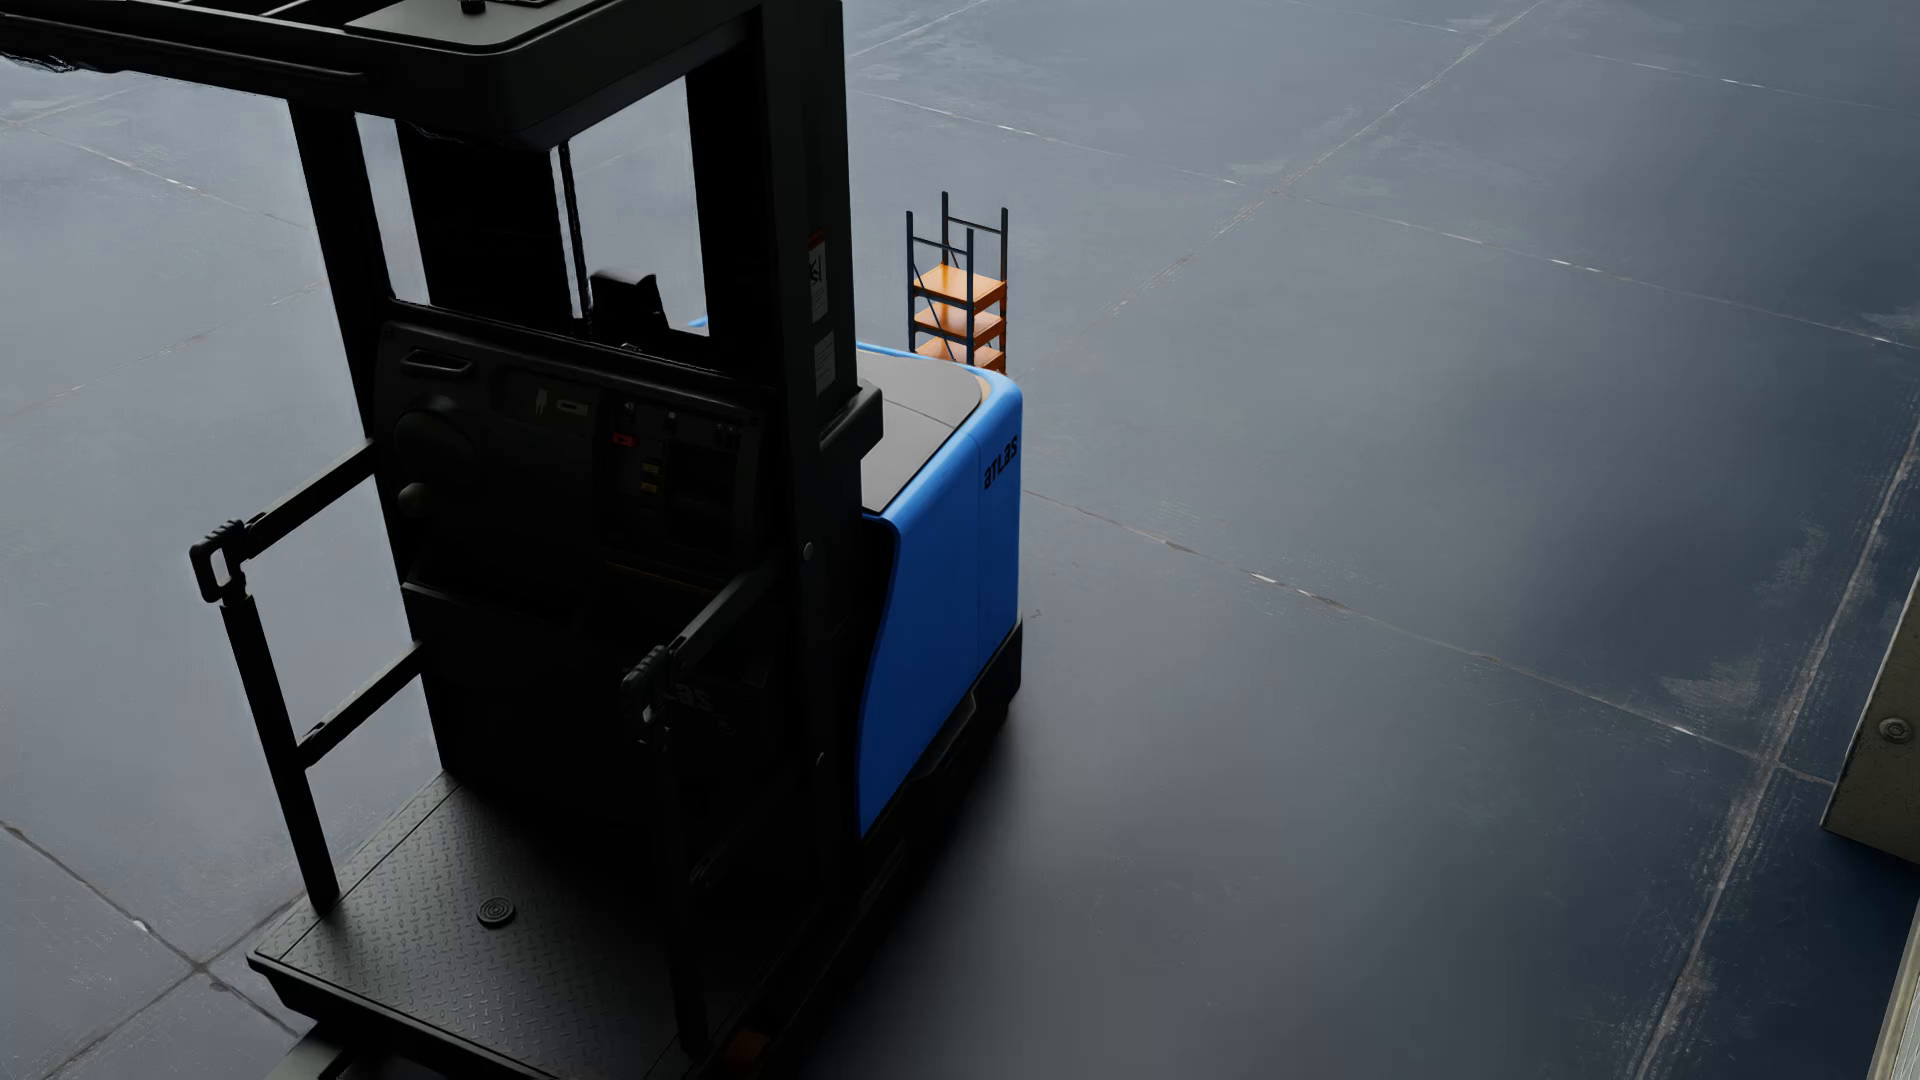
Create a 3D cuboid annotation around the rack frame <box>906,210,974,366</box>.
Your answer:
[{"bbox_3d":[-0.060,-0.448,5.242,0.240,1.200,0.006,21,39,28],"label":"rack frame"}]

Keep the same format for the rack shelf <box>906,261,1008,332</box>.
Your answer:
[{"bbox_3d":[-0.008,-0.752,5.127,0.258,0.103,0.180,21,39,28],"label":"rack shelf"}]

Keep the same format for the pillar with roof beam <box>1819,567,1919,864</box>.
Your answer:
[{"bbox_3d":[-0.971,-4.370,4.079,9.100,9.000,0.400,21,39,28],"label":"pillar with roof beam"}]

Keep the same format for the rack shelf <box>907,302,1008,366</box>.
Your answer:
[{"bbox_3d":[-0.008,-0.652,5.195,0.258,0.103,0.180,21,39,28],"label":"rack shelf"}]

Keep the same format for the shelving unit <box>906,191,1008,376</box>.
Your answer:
[{"bbox_3d":[-0.008,-0.490,5.304,0.258,1.200,0.189,21,39,28],"label":"shelving unit"}]

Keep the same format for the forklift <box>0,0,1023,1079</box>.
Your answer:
[{"bbox_3d":[-0.892,-0.120,3.211,1.130,2.935,3.031,14,37,20],"label":"forklift"}]

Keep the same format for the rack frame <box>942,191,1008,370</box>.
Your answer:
[{"bbox_3d":[0.044,-0.532,5.366,0.240,1.200,0.006,21,39,28],"label":"rack frame"}]

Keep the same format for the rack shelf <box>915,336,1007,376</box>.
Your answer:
[{"bbox_3d":[-0.008,-0.553,5.262,0.258,0.103,0.180,21,39,28],"label":"rack shelf"}]
